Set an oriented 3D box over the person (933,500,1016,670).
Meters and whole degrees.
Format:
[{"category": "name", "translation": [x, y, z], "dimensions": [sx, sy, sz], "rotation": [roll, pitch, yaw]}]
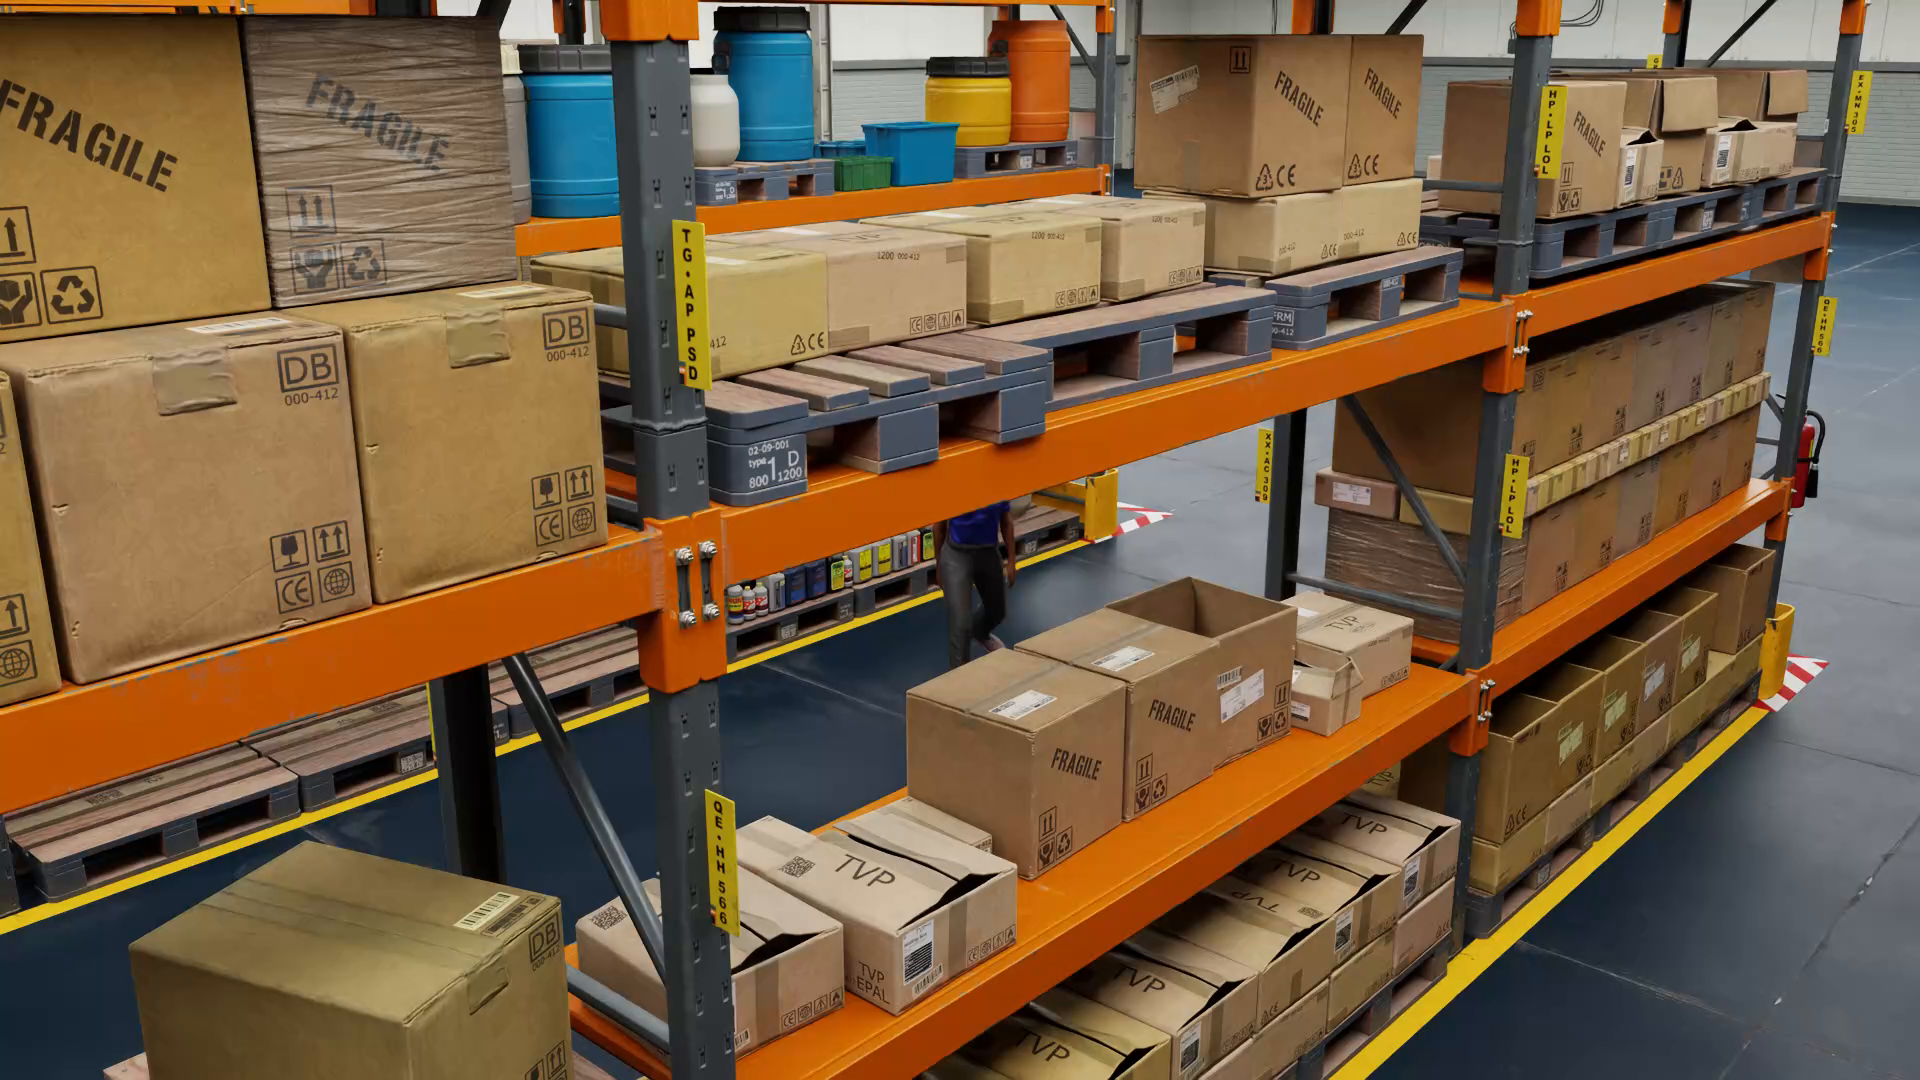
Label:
[{"category": "person", "translation": [0.112, 0.097, 9.755], "dimensions": [0.590, 1.606, 0.881], "rotation": [-6, 18, -19]}]
